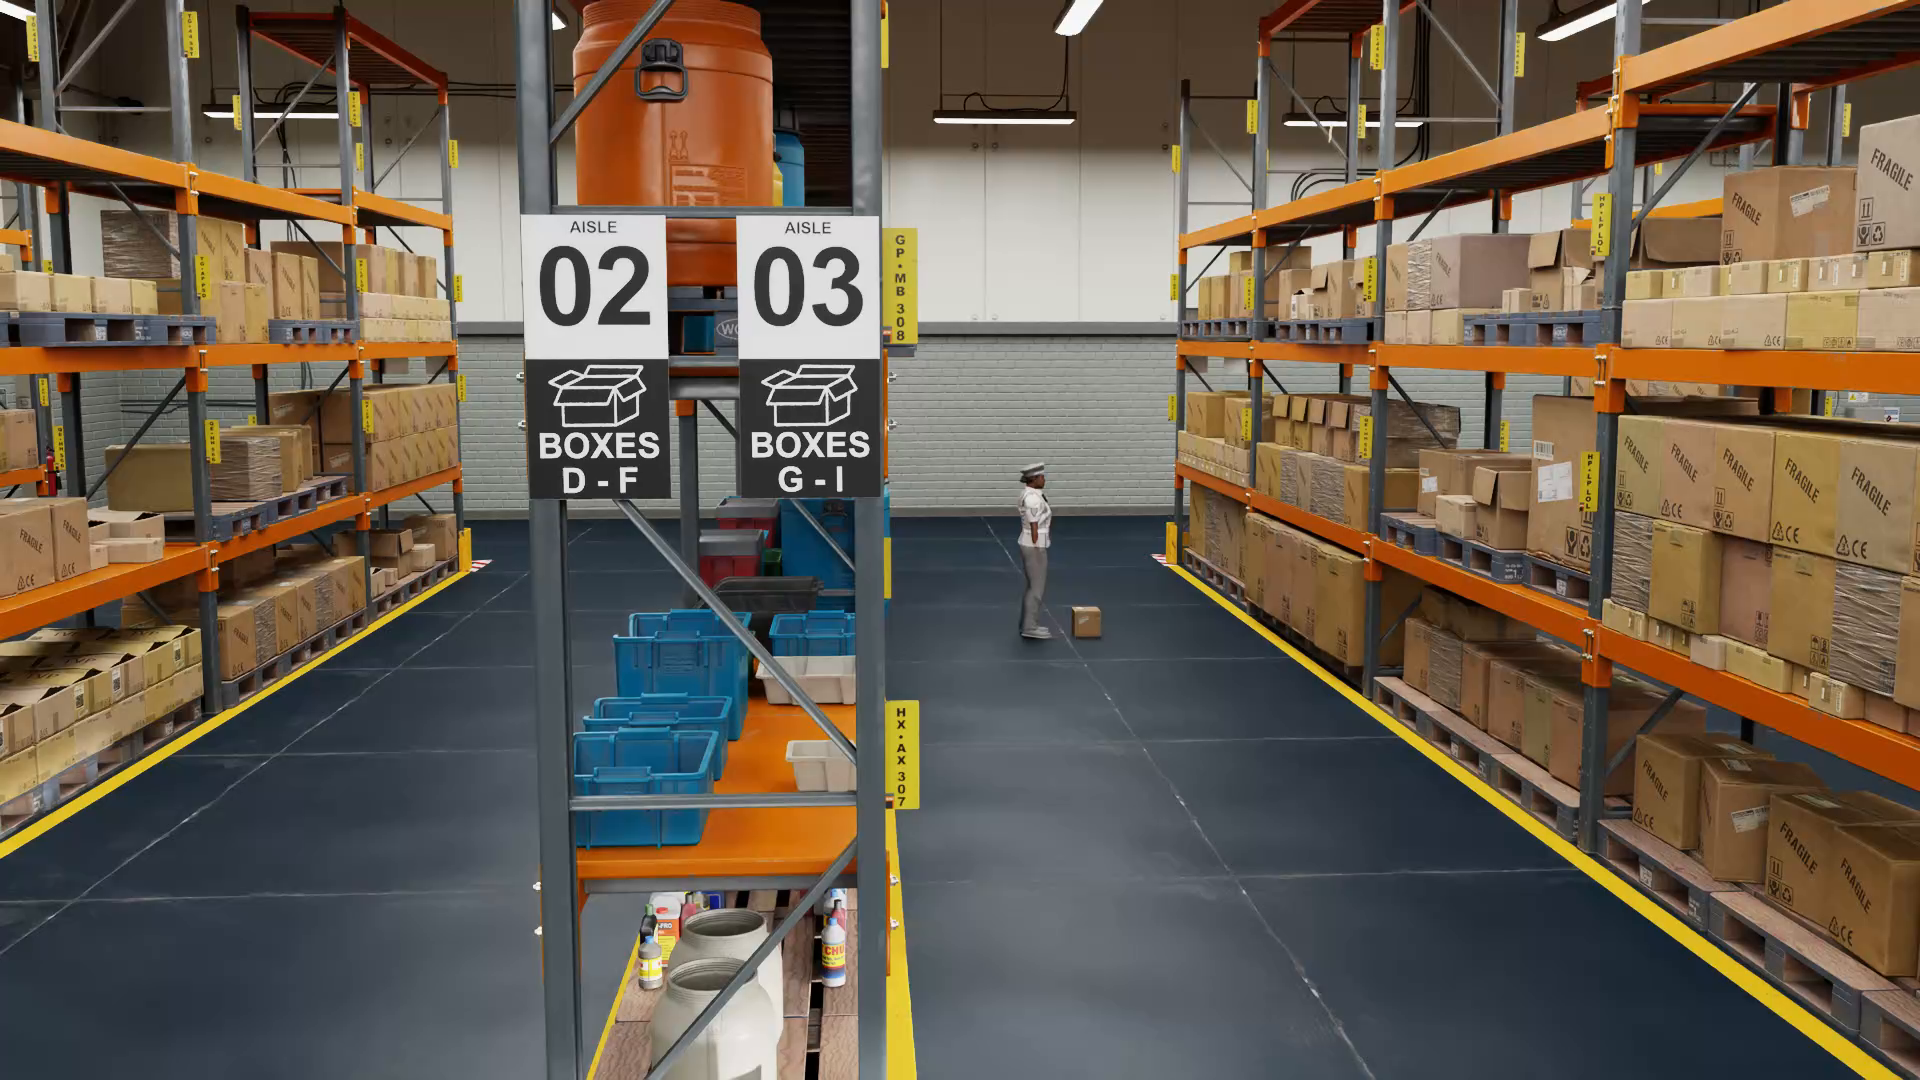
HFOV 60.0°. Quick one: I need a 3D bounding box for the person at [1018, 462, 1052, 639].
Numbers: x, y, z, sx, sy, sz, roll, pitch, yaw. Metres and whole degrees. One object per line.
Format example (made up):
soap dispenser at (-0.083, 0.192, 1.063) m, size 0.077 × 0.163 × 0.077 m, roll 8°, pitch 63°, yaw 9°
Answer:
person at (0.726, 0.090, 15.987) m, size 0.340 × 1.679 × 0.436 m, roll 0°, pitch 7°, yaw -2°
